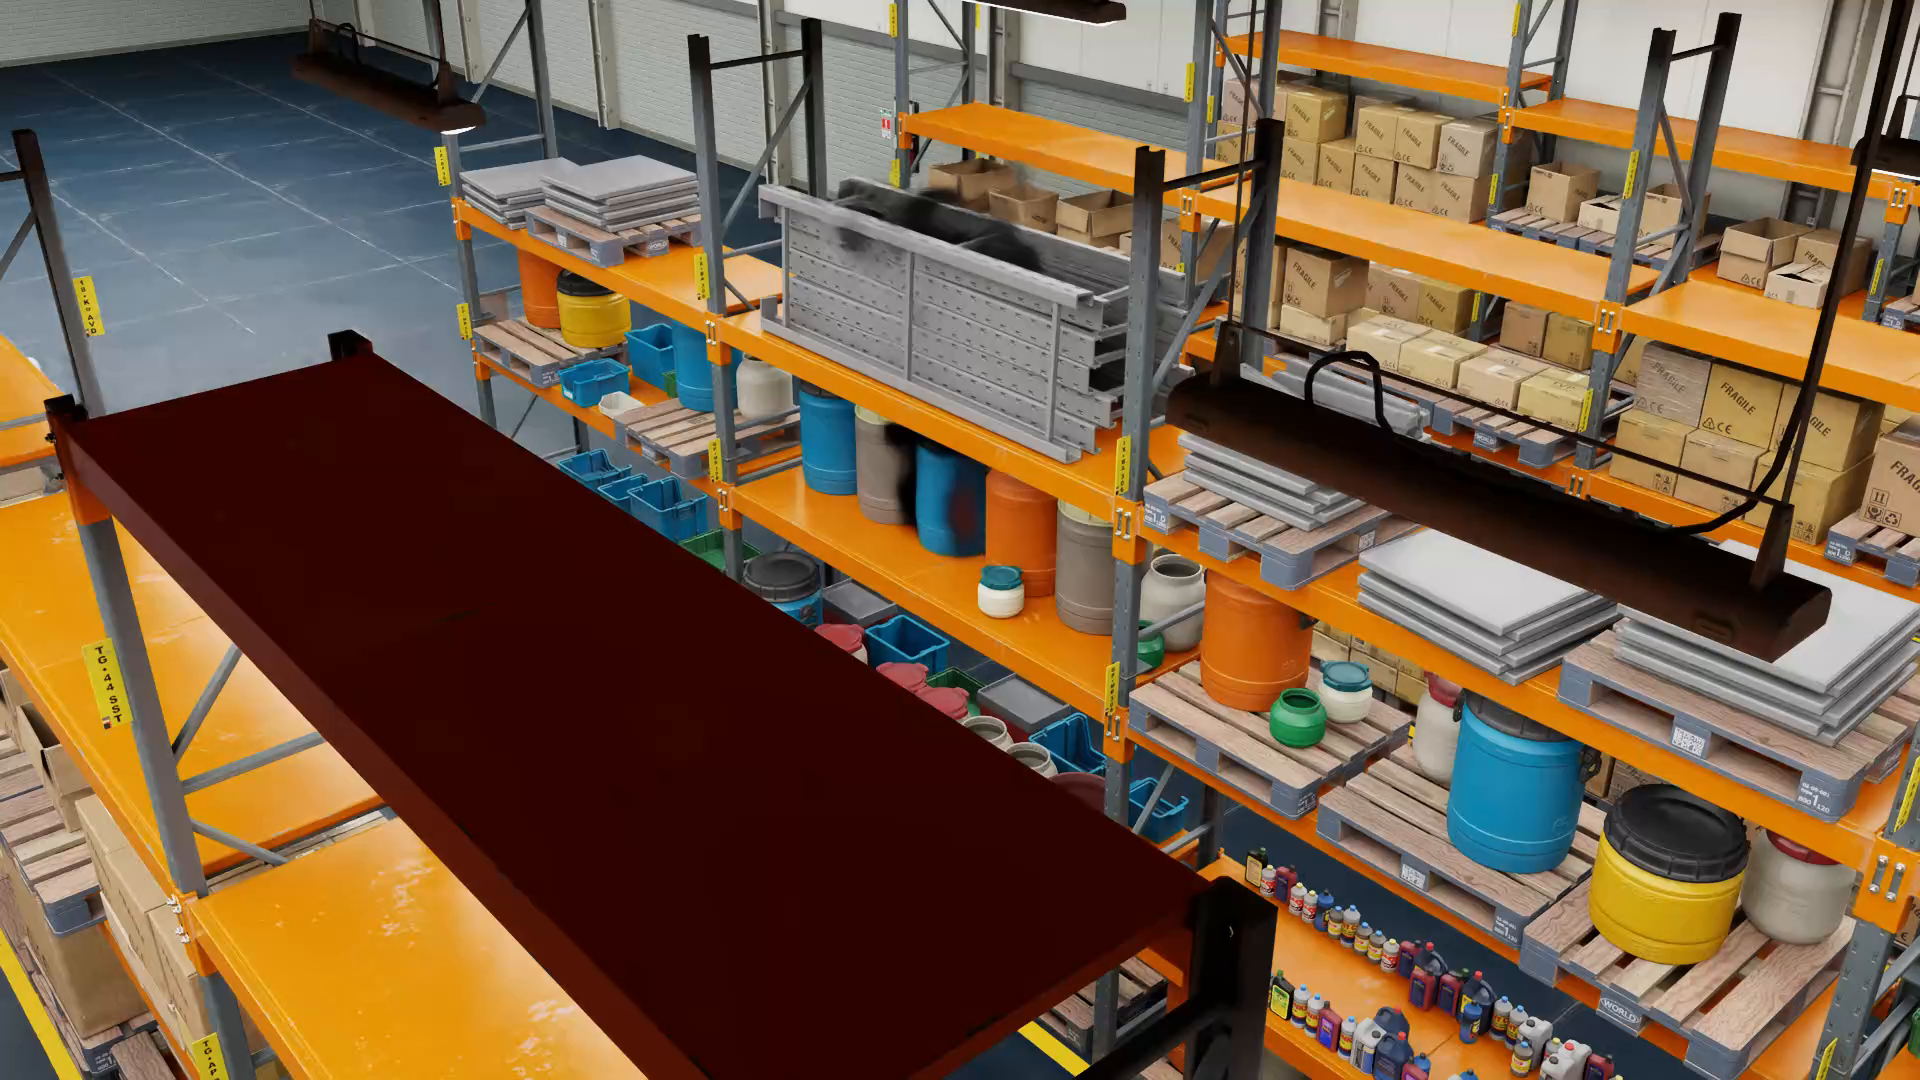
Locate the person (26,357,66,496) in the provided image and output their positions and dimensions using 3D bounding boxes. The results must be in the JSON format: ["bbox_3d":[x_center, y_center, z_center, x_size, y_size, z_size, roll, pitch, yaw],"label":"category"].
[{"bbox_3d":[-9.914,-1.101,17.810,0.647,1.767,0.642,-8,28,-15],"label":"person"}]
